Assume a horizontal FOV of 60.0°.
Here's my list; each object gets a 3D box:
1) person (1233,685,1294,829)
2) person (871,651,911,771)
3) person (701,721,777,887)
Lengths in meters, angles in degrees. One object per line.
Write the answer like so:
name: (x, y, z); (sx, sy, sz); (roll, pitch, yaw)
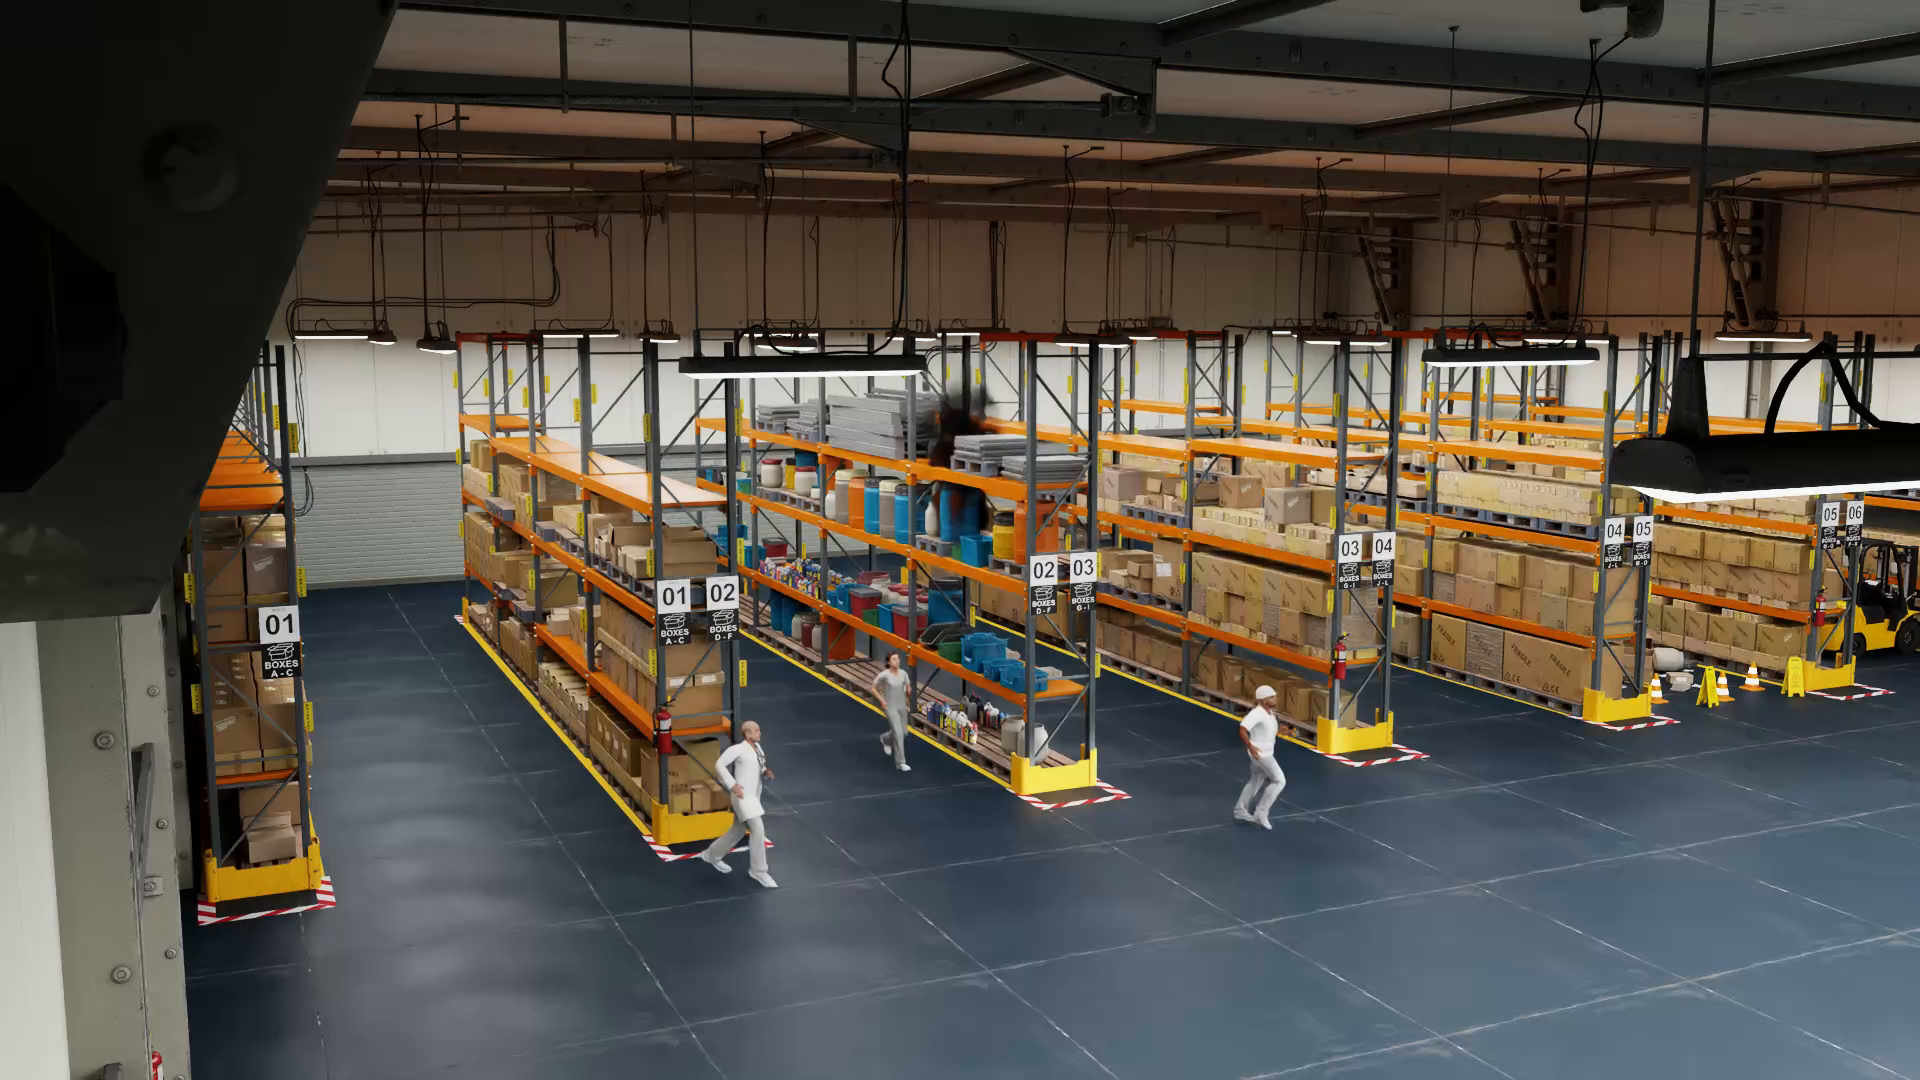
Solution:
person: (3.786, 2.694, 20.719); (0.722, 1.803, 0.663); (2, 8, 11)
person: (-0.941, 2.378, 23.387); (0.577, 1.626, 0.859); (-5, 9, -34)
person: (-2.440, 2.946, 18.823); (0.973, 1.813, 0.732); (2, 8, 14)
